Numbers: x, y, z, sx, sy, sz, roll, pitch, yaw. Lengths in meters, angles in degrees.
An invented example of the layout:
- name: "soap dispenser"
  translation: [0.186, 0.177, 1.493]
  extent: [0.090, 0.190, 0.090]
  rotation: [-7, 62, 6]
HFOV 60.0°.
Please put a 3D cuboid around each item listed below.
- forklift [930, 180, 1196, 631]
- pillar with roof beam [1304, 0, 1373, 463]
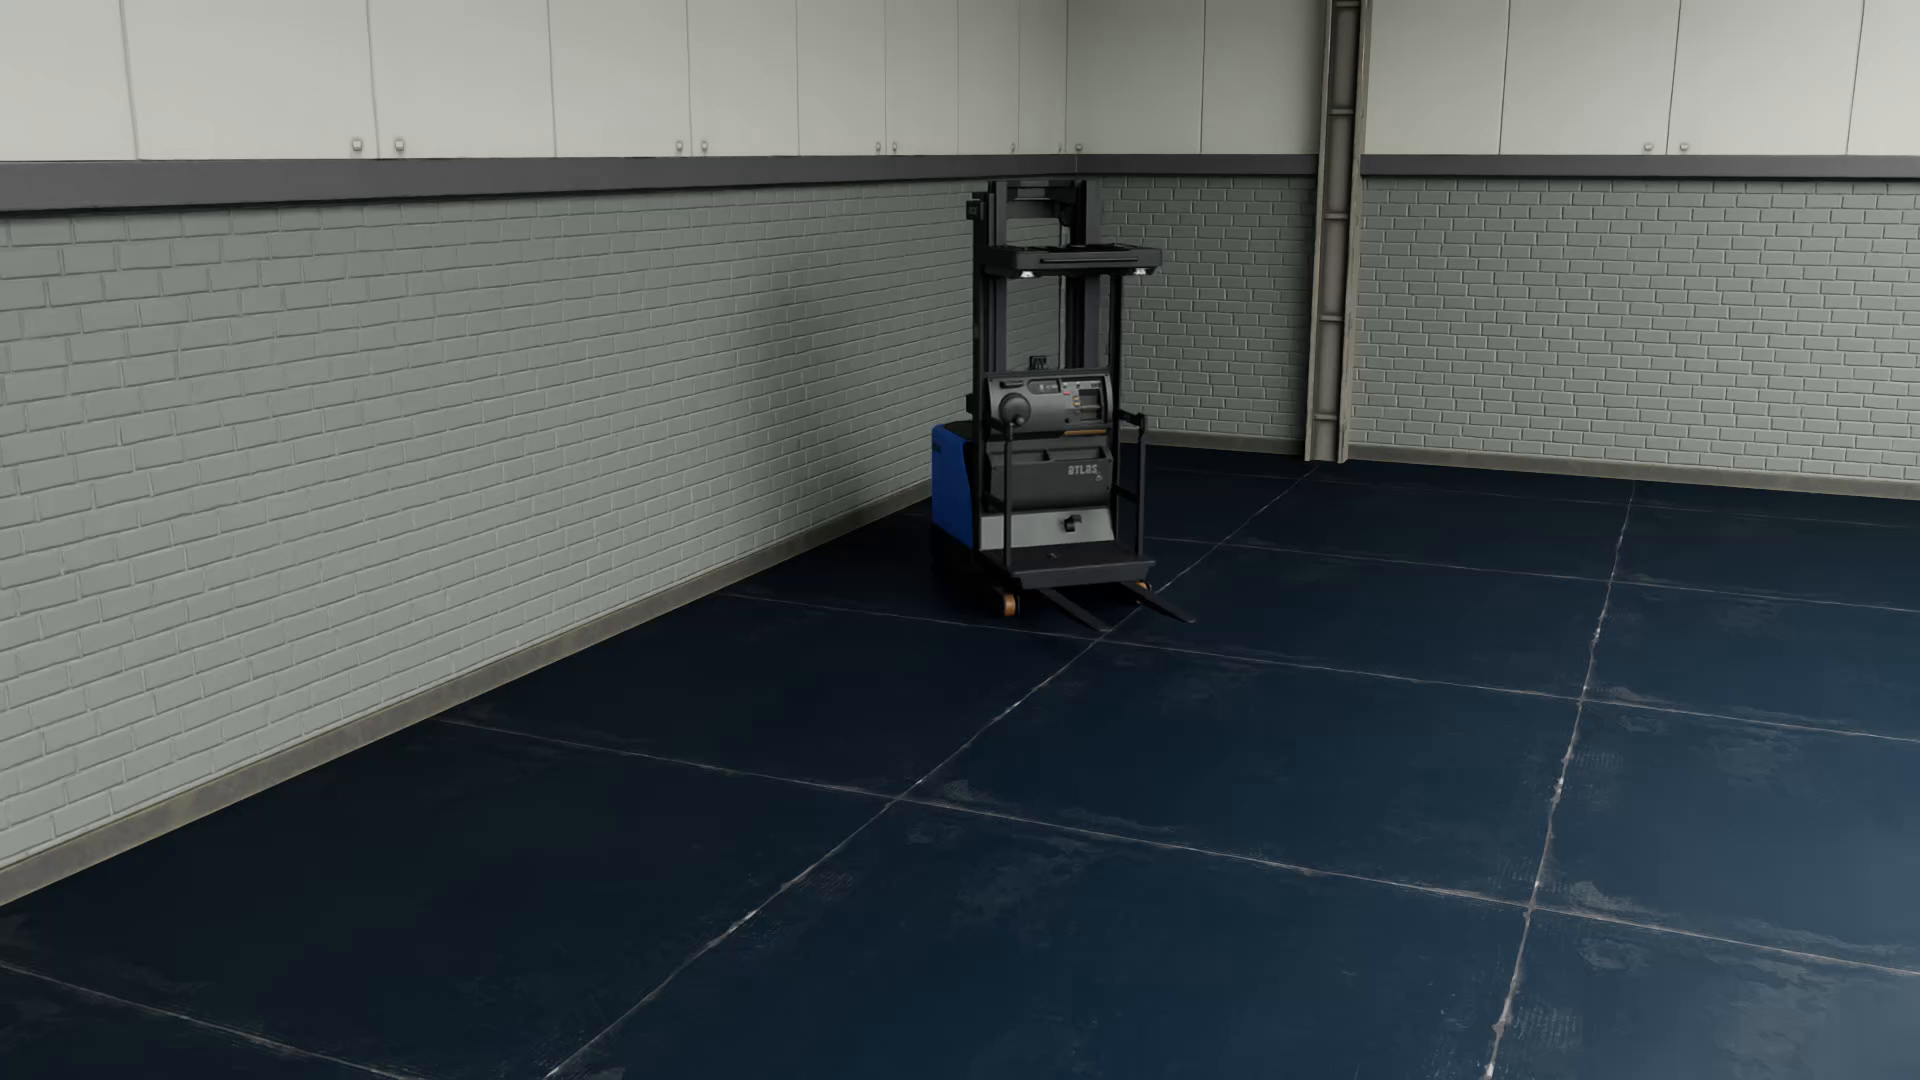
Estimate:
- name: "forklift"
  translation: [0.710, -0.997, 11.589]
  extent: [1.130, 2.935, 3.031]
  rotation: [-4, 14, -18]
- name: "pillar with roof beam"
  translation: [2.073, -4.322, 12.475]
  extent: [0.400, 9.000, 9.100]
  rotation: [6, 14, 23]
